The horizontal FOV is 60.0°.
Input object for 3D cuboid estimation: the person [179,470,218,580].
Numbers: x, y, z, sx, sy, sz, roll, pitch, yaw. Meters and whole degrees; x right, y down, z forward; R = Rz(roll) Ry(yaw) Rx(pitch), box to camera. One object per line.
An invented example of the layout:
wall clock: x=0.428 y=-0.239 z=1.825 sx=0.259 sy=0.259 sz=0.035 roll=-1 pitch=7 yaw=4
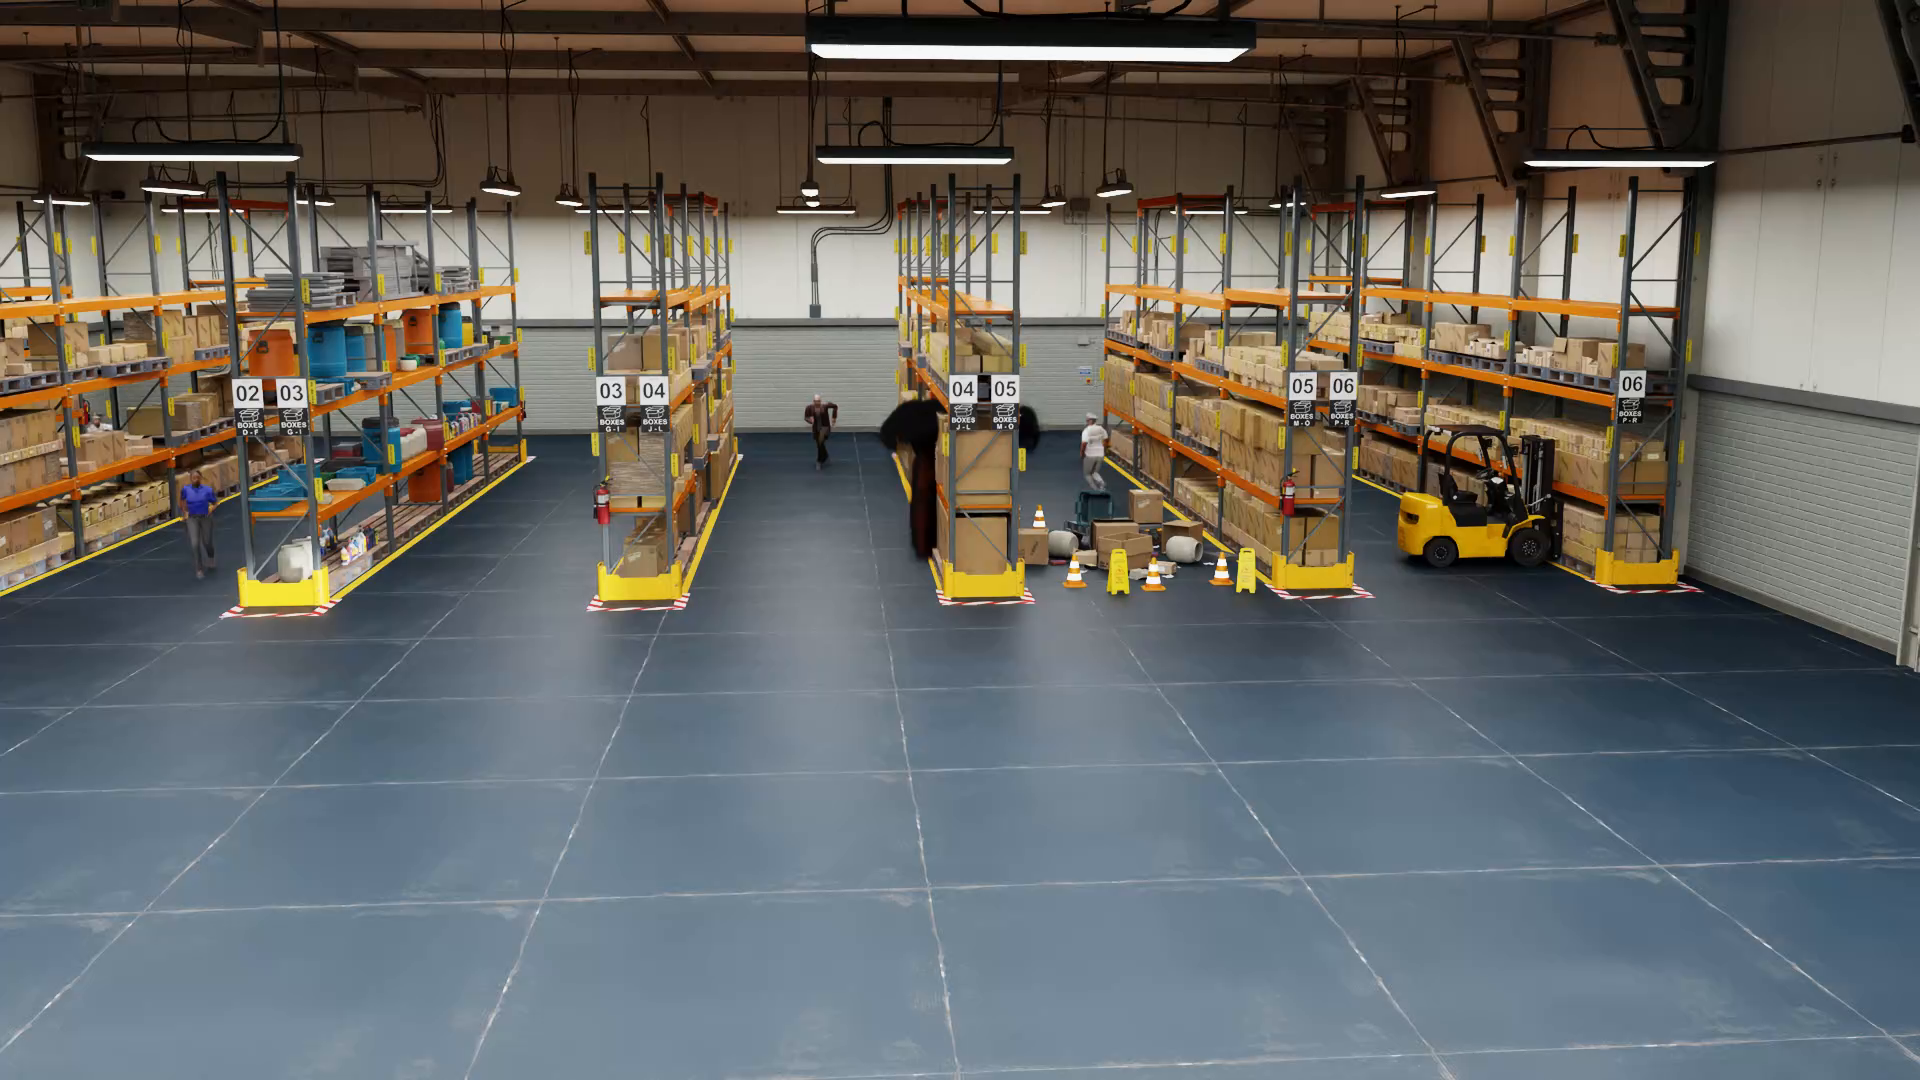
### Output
person: x=-11.676 y=-0.273 z=25.558 sx=0.550 sy=1.662 sz=0.914 roll=-4 pitch=11 yaw=-20

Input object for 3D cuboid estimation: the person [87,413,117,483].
person: x=-18.040 y=-1.907 z=35.000 sx=0.607 sy=1.572 sz=0.744 roll=-3 pitch=10 yaw=-17

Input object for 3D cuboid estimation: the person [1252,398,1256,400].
person: x=6.266 y=-2.203 z=36.019 sx=0.702 sy=1.770 sz=0.639 roll=-5 pitch=11 yaw=-25

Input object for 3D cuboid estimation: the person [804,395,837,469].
person: x=-3.168 y=-2.477 z=38.063 sx=0.737 sy=1.741 sz=1.069 roll=2 pitch=10 yaw=9

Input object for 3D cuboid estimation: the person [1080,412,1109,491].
person: x=2.698 y=-1.668 z=33.124 sx=0.658 sy=1.721 sz=0.572 roll=-5 pitch=11 yaw=-27
